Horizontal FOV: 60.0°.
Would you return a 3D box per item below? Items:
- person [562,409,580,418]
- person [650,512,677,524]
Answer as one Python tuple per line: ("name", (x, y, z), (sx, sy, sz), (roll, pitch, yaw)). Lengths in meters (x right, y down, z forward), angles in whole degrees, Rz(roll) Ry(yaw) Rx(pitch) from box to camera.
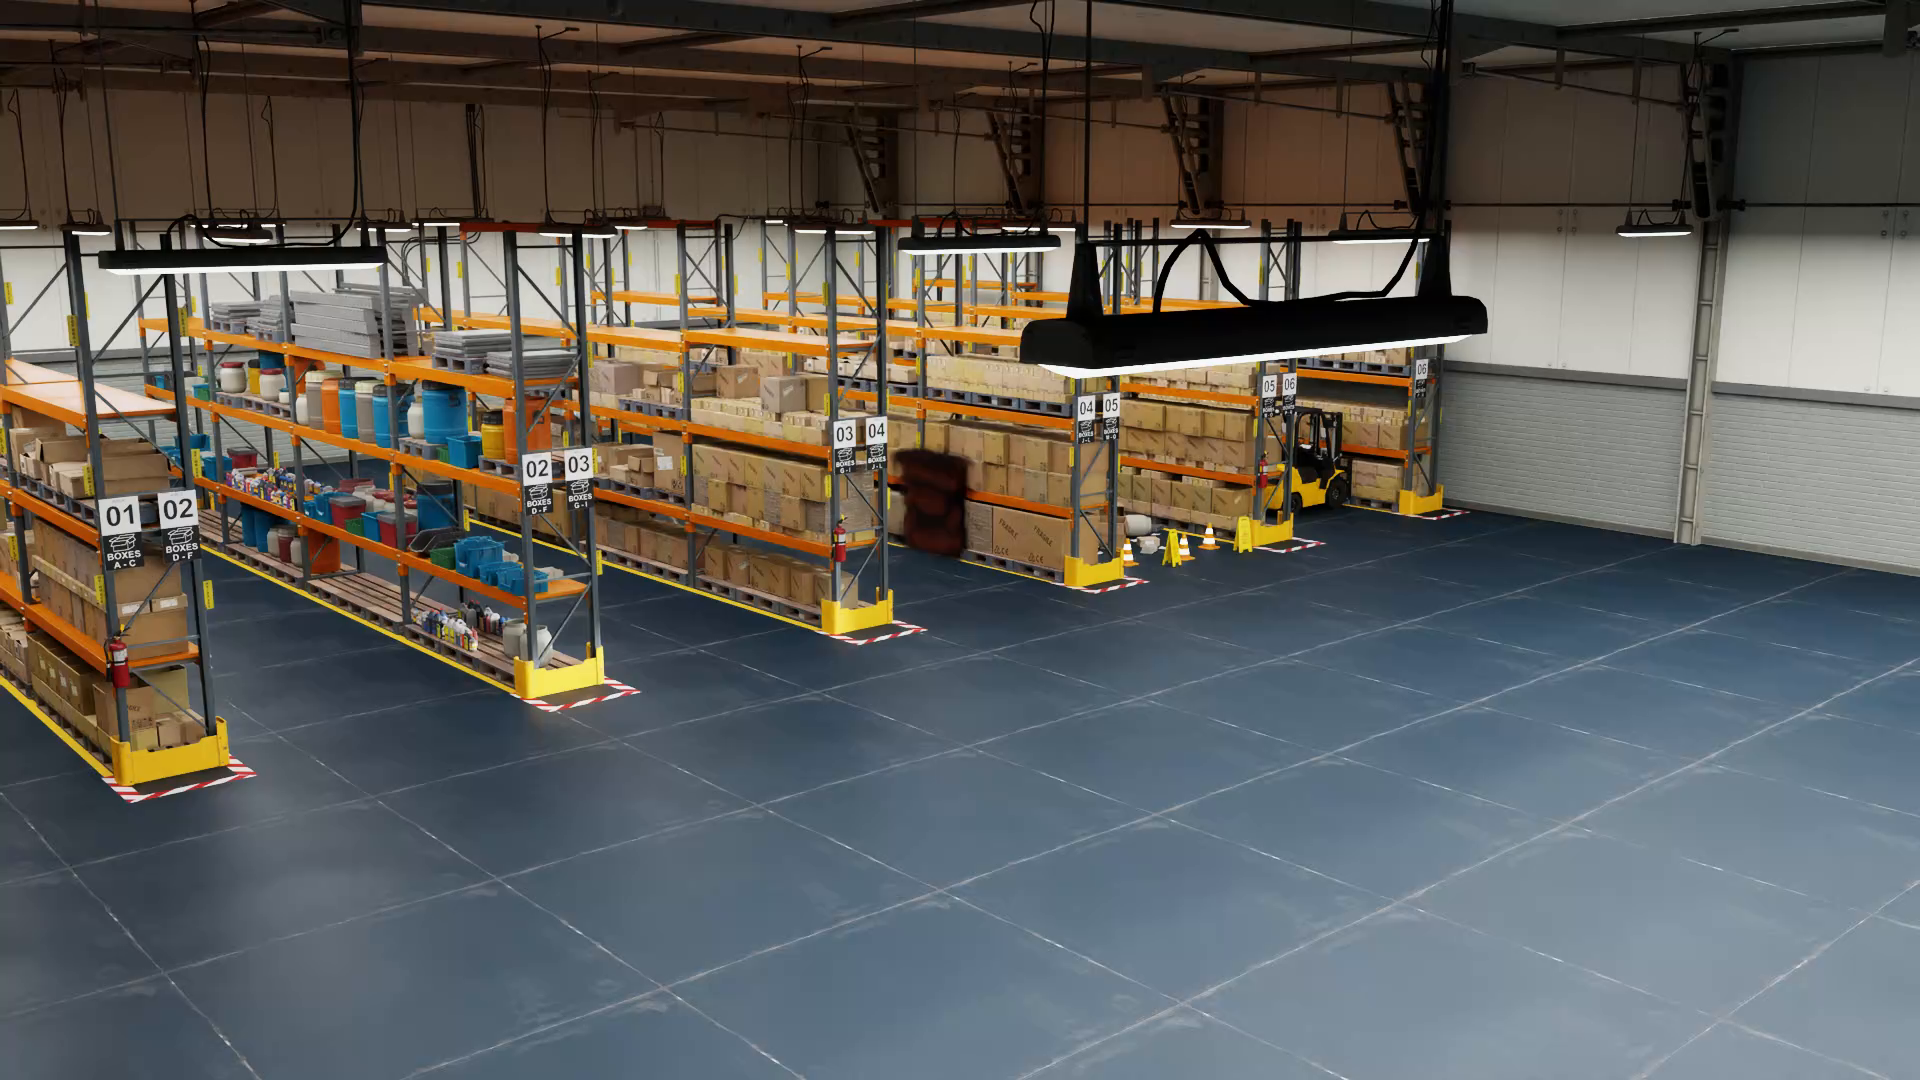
("person", (-9.503, -2.663, 40.751), (0.445, 1.658, 0.636), (2, 12, 10))
("person", (-5.829, -0.998, 32.692), (0.483, 1.618, 0.985), (-9, 15, -38))
